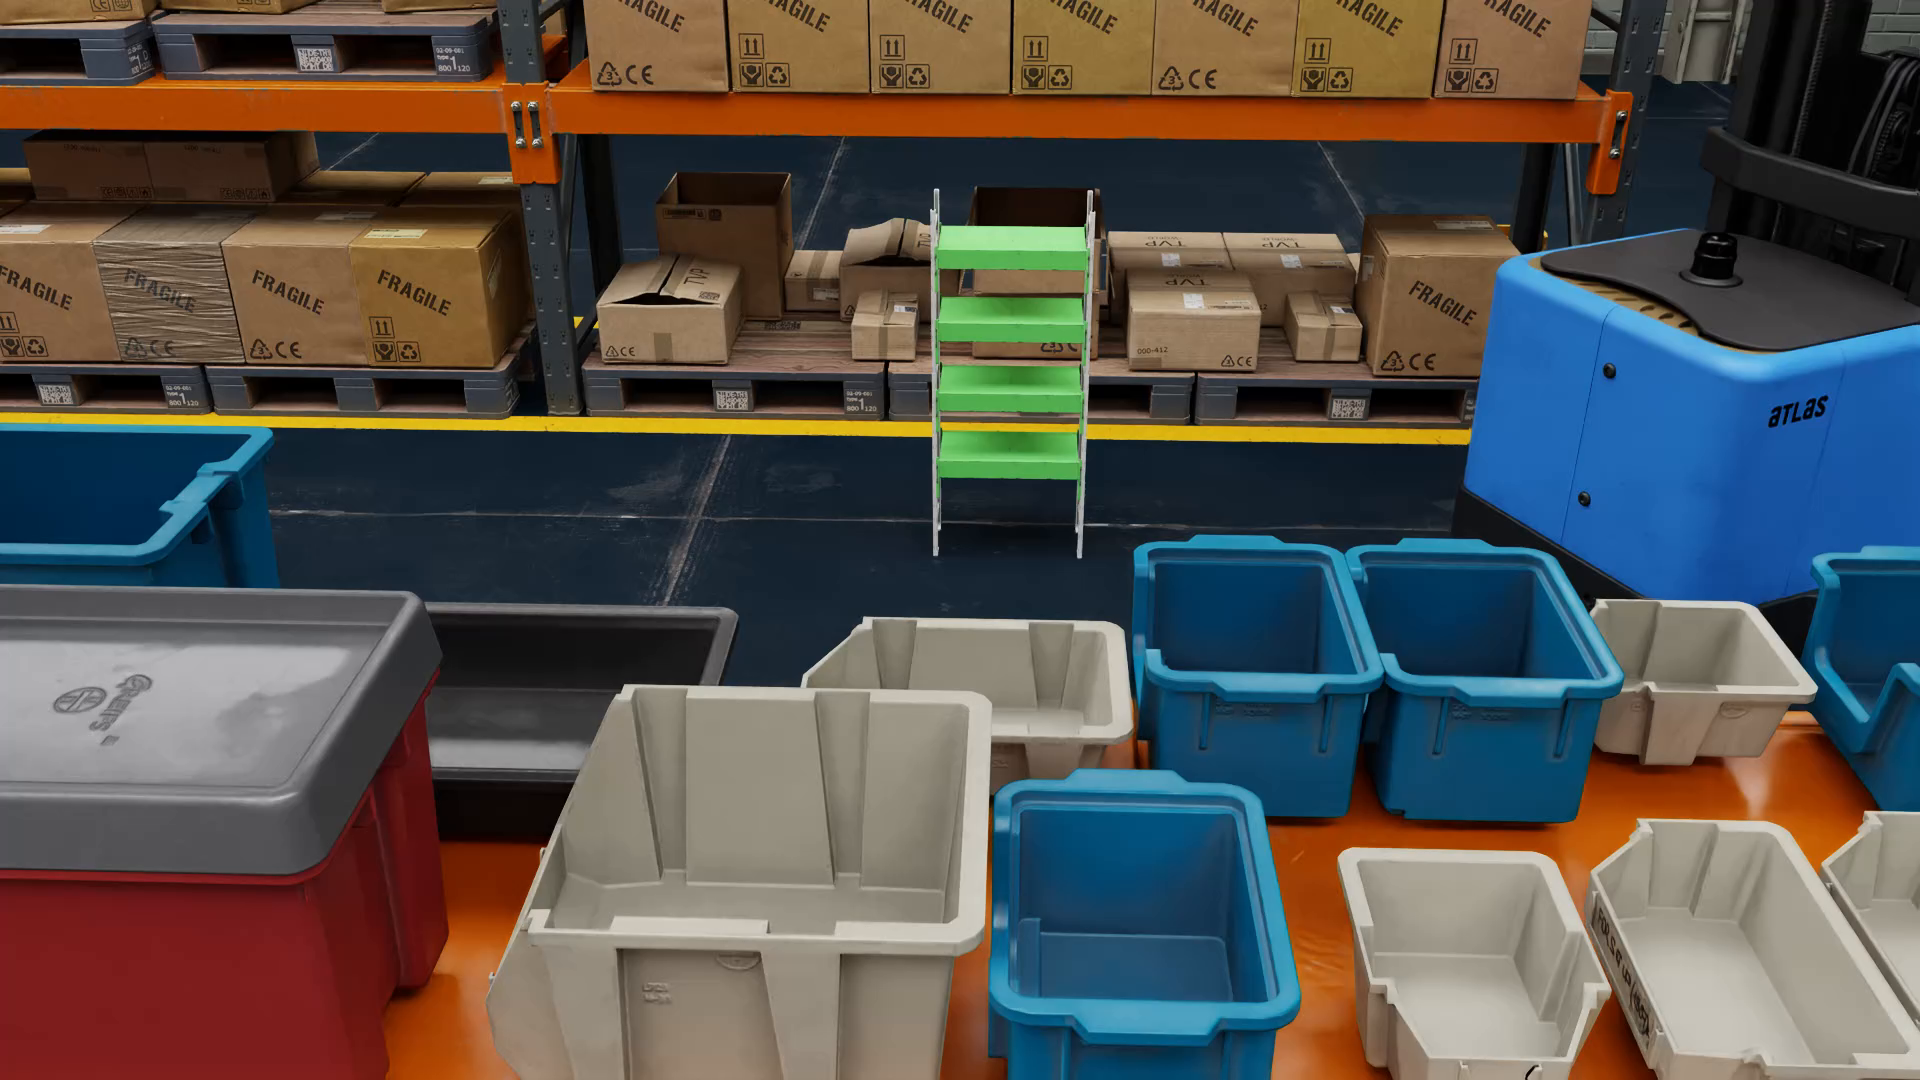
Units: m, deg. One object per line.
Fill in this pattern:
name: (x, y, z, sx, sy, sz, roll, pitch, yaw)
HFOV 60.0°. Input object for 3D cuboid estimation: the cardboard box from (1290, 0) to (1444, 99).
cardboard box: (1.447, -1.919, 6.061, 0.500, 0.500, 0.500, 1, 28, 2)

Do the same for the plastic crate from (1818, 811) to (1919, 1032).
plastic crate: (1.133, 0.480, 1.859, 0.243, 0.136, 0.396, 1, 28, 2)

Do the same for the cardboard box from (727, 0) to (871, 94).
cardboard box: (-0.563, -1.955, 6.129, 0.500, 0.500, 0.500, 1, 28, 3)

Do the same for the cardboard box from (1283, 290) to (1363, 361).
cardboard box: (1.469, -0.873, 6.750, 0.250, 0.166, 0.380, 1, 28, 2)

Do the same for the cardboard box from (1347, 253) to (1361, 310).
cardboard box: (1.766, -1.102, 7.182, 0.250, 0.166, 0.380, 1, 28, 2)

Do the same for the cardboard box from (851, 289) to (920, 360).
cardboard box: (-0.298, -0.879, 6.761, 0.250, 0.166, 0.380, 1, 28, 2)

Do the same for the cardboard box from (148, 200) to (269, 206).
cardboard box: (-3.082, -1.282, 7.164, 0.500, 0.500, 0.500, 1, 28, 2)

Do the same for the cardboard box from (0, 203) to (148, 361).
cardboard box: (-3.581, -1.046, 6.720, 0.500, 0.500, 0.500, 0, 28, 0)

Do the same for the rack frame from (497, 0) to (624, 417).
rack frame: (-1.575, -2.054, 6.422, 0.127, 3.000, 1.000, 1, 28, 2)

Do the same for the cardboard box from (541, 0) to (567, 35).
cardboard box: (-2.947, -3.572, 11.132, 0.750, 0.750, 0.750, 2, 28, 3)

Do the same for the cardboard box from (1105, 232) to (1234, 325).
cardboard box: (0.890, -1.126, 7.137, 0.500, 0.250, 0.500, 1, 28, 2)

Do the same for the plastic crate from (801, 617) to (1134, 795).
plastic crate: (-0.003, 0.242, 2.308, 0.466, 0.136, 0.293, 1, 28, 2)

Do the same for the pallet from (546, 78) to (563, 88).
pallet: (-2.178, -3.118, 11.407, 1.213, 0.211, 1.003, 1, 28, 2)

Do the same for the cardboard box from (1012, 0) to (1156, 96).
cardboard box: (0.445, -1.938, 6.097, 0.500, 0.500, 0.500, 1, 28, 1)

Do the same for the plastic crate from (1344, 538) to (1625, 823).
plastic crate: (0.693, 0.198, 2.289, 0.300, 0.233, 0.416, 1, 28, 2)

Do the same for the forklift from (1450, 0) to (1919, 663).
forklift: (3.189, -1.294, 5.063, 3.031, 2.935, 1.130, -12, 30, -22)

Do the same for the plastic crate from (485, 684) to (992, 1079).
plastic crate: (-0.234, 0.402, 1.852, 0.530, 0.282, 0.437, 1, 28, 2)

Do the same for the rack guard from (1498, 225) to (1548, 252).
rack guard: (2.347, -0.885, 6.885, 0.348, 0.500, 1.175, 1, 28, 2)

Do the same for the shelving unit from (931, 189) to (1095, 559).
shelving unit: (0.165, -0.527, 5.464, 0.503, 1.200, 0.258, 1, 28, 2)

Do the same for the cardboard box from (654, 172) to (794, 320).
cardboard box: (-0.996, -1.267, 7.137, 0.500, 0.500, 0.500, 1, 28, 2)

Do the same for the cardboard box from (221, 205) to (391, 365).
cardboard box: (-2.572, -1.030, 6.690, 0.500, 0.500, 0.500, 1, 28, 2)

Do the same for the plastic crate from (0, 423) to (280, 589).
plastic crate: (-1.275, 0.093, 2.325, 0.575, 0.384, 0.392, 1, 28, 2)

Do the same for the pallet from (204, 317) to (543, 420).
pallet: (-2.389, -0.818, 7.067, 1.213, 0.211, 1.003, 1, 28, 2)

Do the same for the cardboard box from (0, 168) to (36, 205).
cardboard box: (-4.112, -1.296, 7.191, 0.500, 0.500, 0.500, 0, 28, 0)

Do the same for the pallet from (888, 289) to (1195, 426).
pallet: (0.334, -0.791, 7.018, 1.213, 0.211, 1.003, 1, 28, 2)

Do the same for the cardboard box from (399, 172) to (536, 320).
cardboard box: (-2.050, -1.266, 7.135, 0.500, 0.500, 0.500, 0, 28, -1)

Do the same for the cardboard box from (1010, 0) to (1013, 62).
cardboard box: (-0.038, -2.195, 6.581, 0.500, 0.500, 0.500, 2, 28, 3)

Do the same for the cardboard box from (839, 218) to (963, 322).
cardboard box: (-0.246, -1.171, 7.158, 0.500, 0.311, 0.500, 1, 28, 2)

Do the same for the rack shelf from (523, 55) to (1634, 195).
rack shelf: (0.424, -1.703, 6.528, 4.000, 0.370, 1.077, 1, 28, 2)

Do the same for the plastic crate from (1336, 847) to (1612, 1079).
plastic crate: (0.558, 0.491, 1.839, 0.250, 0.136, 0.298, 1, 28, 2)

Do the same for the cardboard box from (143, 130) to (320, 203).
cardboard box: (-3.049, -1.614, 6.991, 0.500, 0.250, 0.500, 1, 28, 2)

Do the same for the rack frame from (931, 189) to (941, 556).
rack frame: (-0.078, -0.531, 5.471, 0.015, 1.200, 0.240, 1, 28, 2)

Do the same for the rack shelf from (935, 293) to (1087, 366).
rack shelf: (0.165, -0.683, 5.381, 0.480, 0.148, 0.258, 1, 28, 2)

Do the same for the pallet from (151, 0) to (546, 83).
pallet: (-2.370, -2.034, 6.589, 1.213, 0.211, 1.003, 1, 28, 2)

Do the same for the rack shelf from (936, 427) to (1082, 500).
rack shelf: (0.165, -0.259, 5.606, 0.480, 0.148, 0.258, 1, 28, 2)

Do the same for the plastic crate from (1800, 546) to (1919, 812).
plastic crate: (1.351, 0.209, 2.268, 0.300, 0.233, 0.416, 1, 28, 2)

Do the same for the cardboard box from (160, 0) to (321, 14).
cardboard box: (-2.730, -2.378, 6.478, 0.500, 0.500, 0.700, 5, 28, 10)
